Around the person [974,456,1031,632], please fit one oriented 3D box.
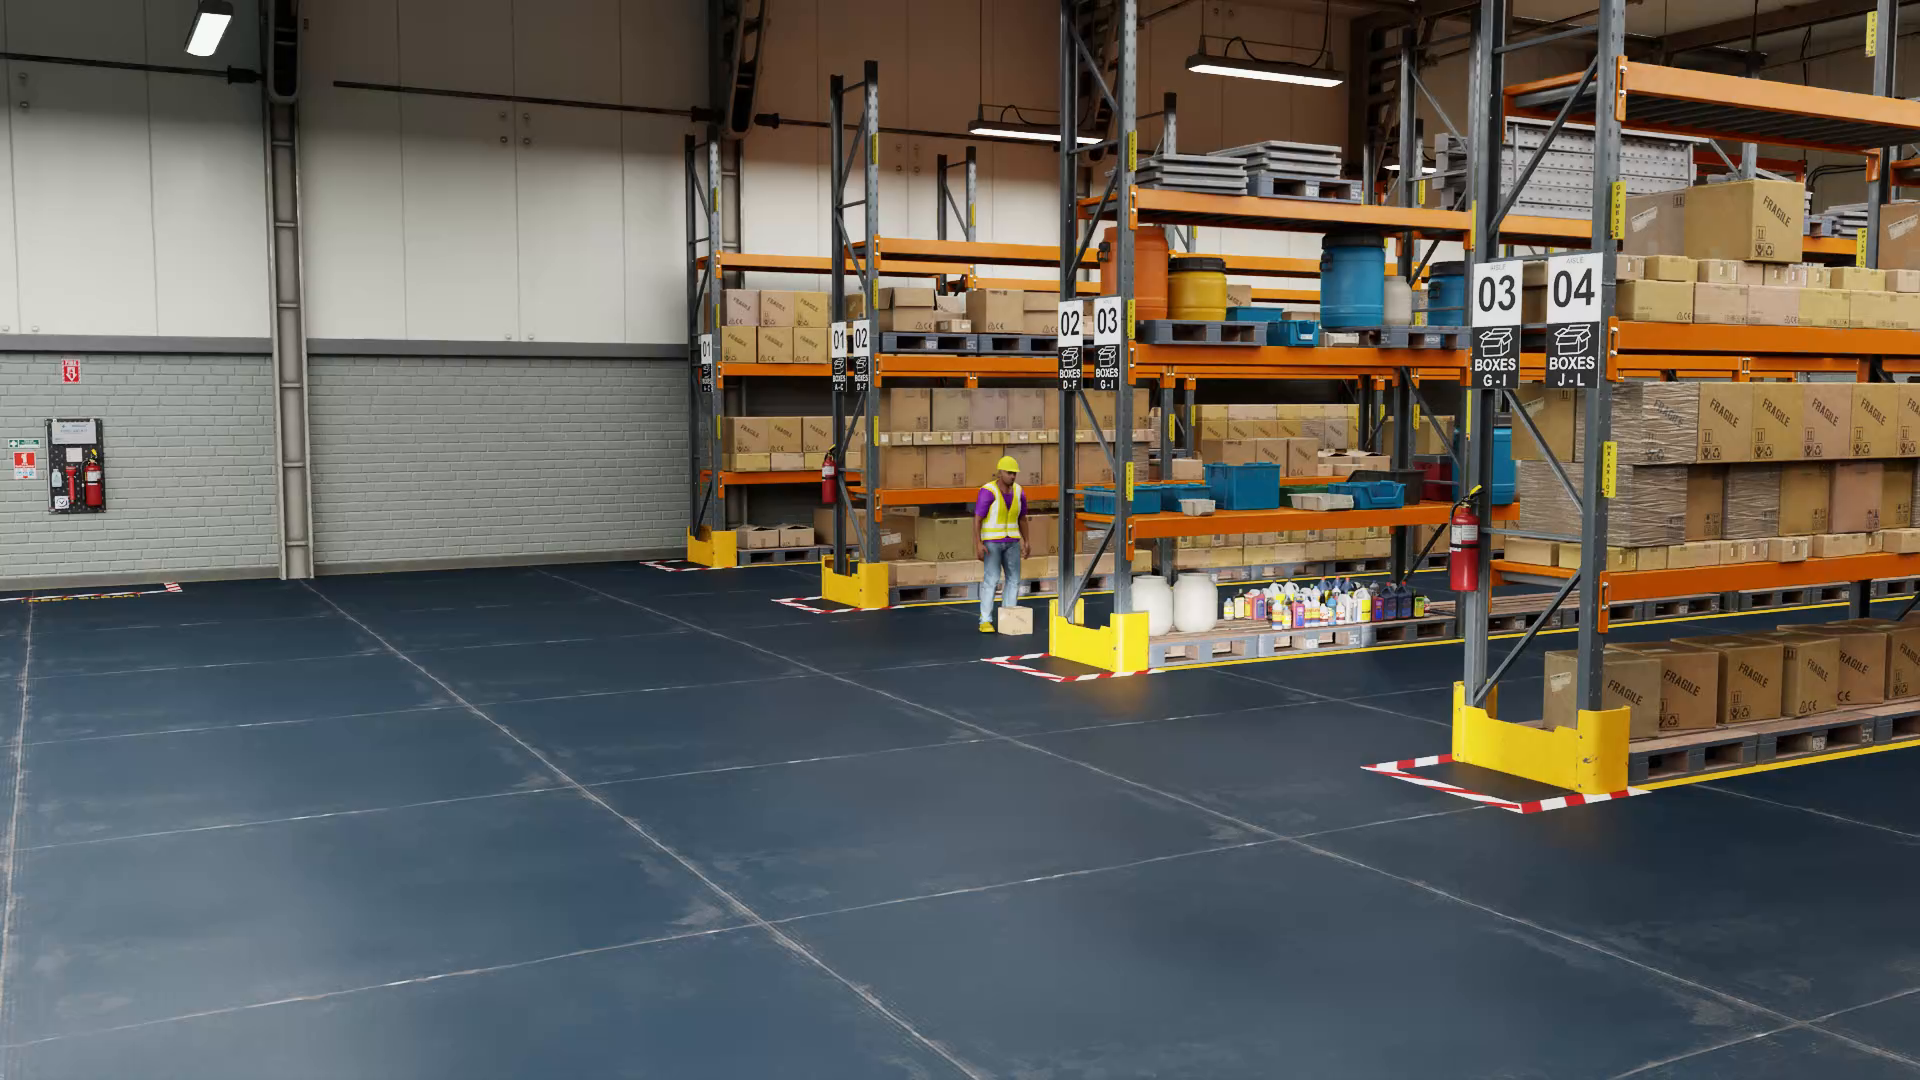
[{"bbox_3d":[0.431,0.036,16.736,0.626,1.761,0.458,-3,6,-29],"label":"person"}]
